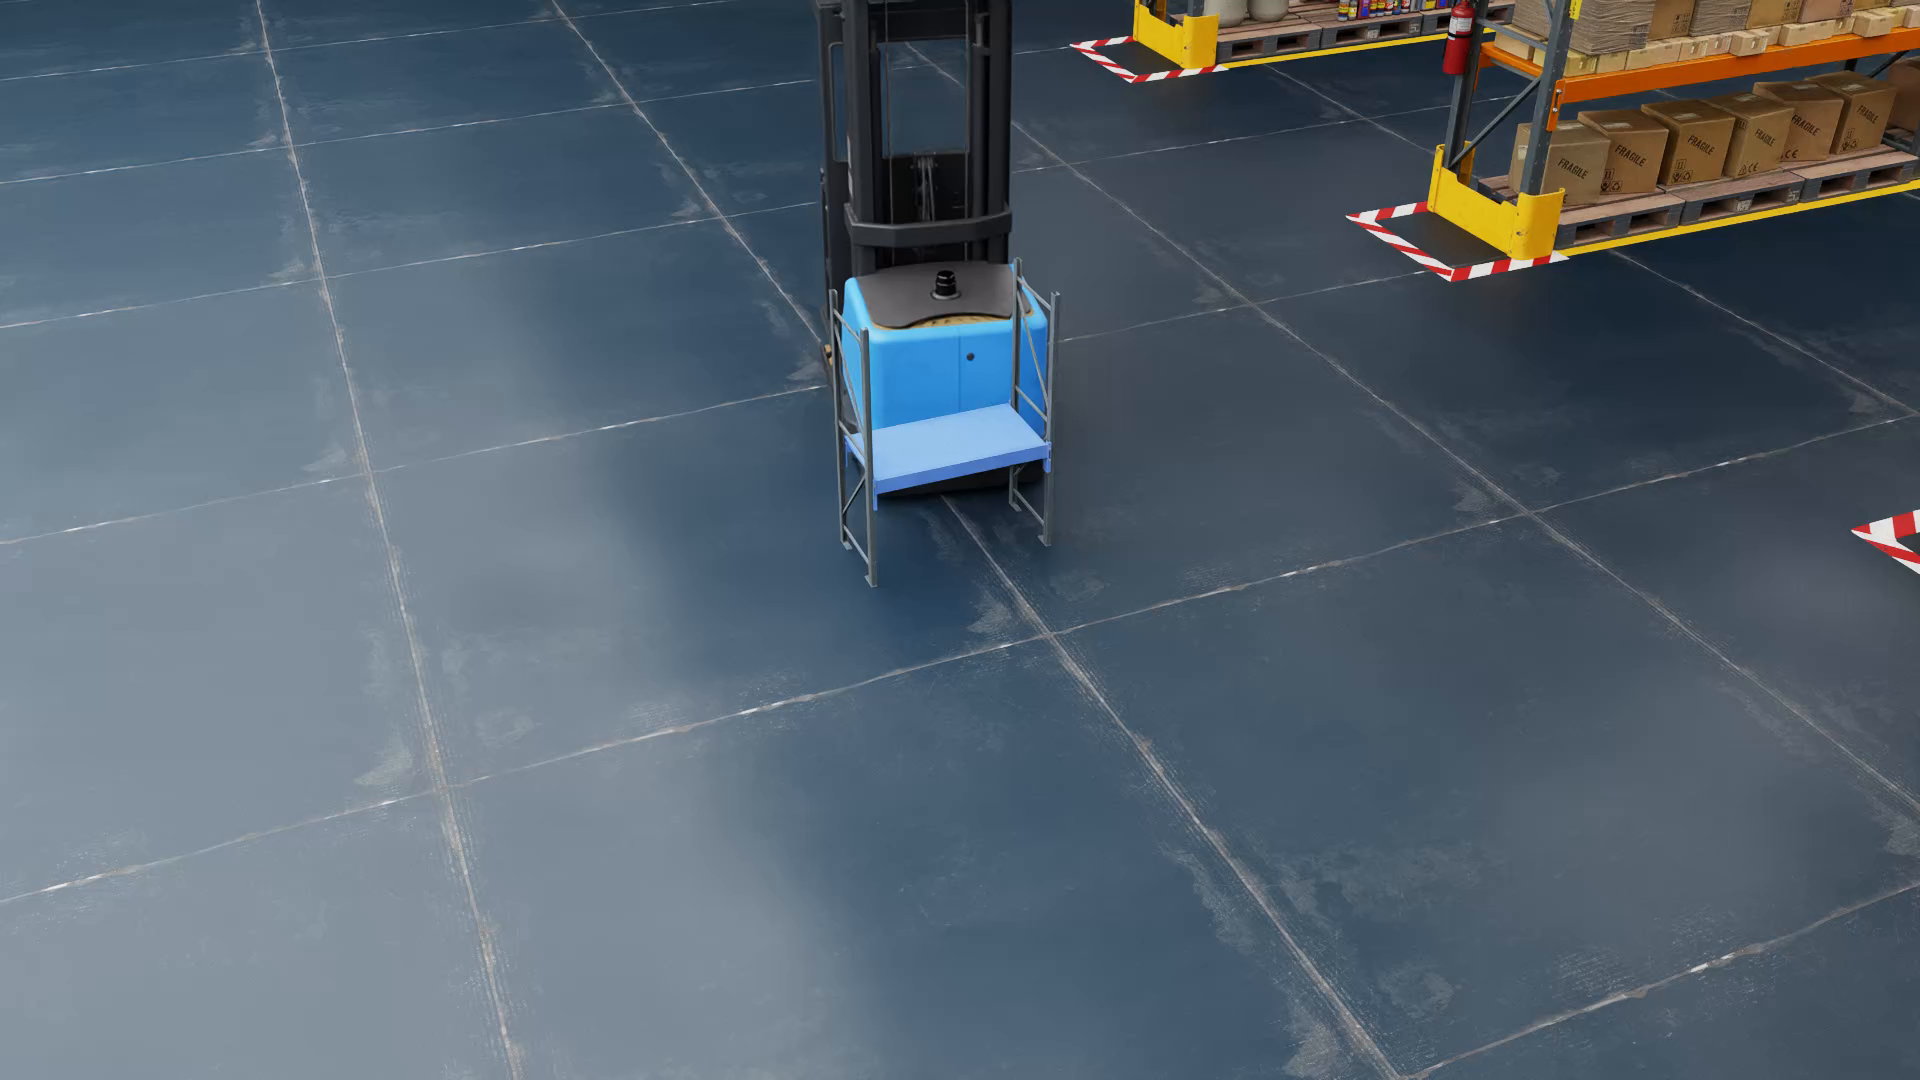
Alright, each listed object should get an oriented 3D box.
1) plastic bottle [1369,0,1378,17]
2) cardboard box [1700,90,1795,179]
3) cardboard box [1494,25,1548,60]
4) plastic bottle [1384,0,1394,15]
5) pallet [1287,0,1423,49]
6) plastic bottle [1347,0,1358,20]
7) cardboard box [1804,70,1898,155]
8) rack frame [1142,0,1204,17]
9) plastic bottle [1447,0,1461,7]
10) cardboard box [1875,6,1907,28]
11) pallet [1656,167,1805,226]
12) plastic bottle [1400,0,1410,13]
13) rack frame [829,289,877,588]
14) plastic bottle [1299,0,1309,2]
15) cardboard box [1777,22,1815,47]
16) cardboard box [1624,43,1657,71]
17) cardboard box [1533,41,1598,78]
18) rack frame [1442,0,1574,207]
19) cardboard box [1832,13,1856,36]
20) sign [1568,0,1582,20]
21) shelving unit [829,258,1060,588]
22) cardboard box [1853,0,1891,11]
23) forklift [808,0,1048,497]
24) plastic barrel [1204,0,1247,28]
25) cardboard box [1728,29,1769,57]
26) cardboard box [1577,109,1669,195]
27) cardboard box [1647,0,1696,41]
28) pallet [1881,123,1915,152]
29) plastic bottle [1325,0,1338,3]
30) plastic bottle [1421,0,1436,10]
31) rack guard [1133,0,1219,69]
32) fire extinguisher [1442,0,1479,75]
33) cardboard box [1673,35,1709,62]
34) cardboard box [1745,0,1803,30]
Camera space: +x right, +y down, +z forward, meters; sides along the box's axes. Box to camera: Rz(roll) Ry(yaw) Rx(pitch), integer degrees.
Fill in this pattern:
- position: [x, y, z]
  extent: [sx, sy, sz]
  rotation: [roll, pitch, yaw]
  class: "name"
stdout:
- position: [4.197, -5.468, 16.919]
  extent: [0.097, 0.271, 0.097]
  rotation: [0, 33, 0]
  class: "plastic bottle"
- position: [6.243, -3.251, 13.321]
  extent: [0.500, 0.500, 0.500]
  rotation: [-16, 36, -23]
  class: "cardboard box"
- position: [4.189, -3.696, 12.329]
  extent: [0.250, 0.149, 0.380]
  rotation: [-13, 35, -19]
  class: "cardboard box"
- position: [4.381, -5.480, 17.003]
  extent: [0.097, 0.201, 0.097]
  rotation: [0, 33, 0]
  class: "plastic bottle"
- position: [4.015, -5.423, 17.310]
  extent: [1.213, 0.211, 1.003]
  rotation: [-13, 35, -19]
  class: "pallet"
- position: [3.977, -5.388, 16.860]
  extent: [0.097, 0.201, 0.097]
  rotation: [0, 33, 0]
  class: "plastic bottle"
- position: [7.310, -3.546, 13.775]
  extent: [0.500, 0.500, 0.500]
  rotation: [-14, 36, -20]
  class: "cardboard box"
- position: [2.089, -6.128, 15.836]
  extent: [0.127, 3.000, 1.000]
  rotation: [-13, 35, -19]
  class: "rack frame"
- position: [5.118, -5.725, 17.243]
  extent: [0.185, 0.351, 0.144]
  rotation: [-15, 36, -21]
  class: "plastic bottle"
- position: [7.122, -4.113, 12.969]
  extent: [0.250, 0.149, 0.380]
  rotation: [-13, 35, -19]
  class: "cardboard box"
- position: [5.962, -2.894, 13.422]
  extent: [1.213, 0.211, 1.003]
  rotation: [-13, 35, -19]
  class: "pallet"
- position: [4.571, -5.524, 17.069]
  extent: [0.097, 0.201, 0.097]
  rotation: [0, 33, 0]
  class: "plastic bottle"
- position: [-0.547, -0.503, 8.566]
  extent: [0.032, 1.500, 0.500]
  rotation: [-13, 35, -19]
  class: "rack frame"
- position: [3.613, -5.748, 17.414]
  extent: [0.097, 0.201, 0.097]
  rotation: [0, 33, 0]
  class: "plastic bottle"
- position: [6.221, -3.874, 12.602]
  extent: [0.250, 0.149, 0.380]
  rotation: [-13, 35, -19]
  class: "cardboard box"
- position: [4.836, -3.561, 12.121]
  extent: [0.250, 0.149, 0.380]
  rotation: [-13, 35, -19]
  class: "cardboard box"
- position: [4.362, -3.473, 11.985]
  extent: [0.250, 0.149, 0.380]
  rotation: [-13, 35, -19]
  class: "cardboard box"
- position: [4.007, -3.638, 12.008]
  extent: [0.127, 3.000, 1.000]
  rotation: [-13, 35, -19]
  class: "rack frame"
- position: [6.653, -4.018, 12.823]
  extent: [0.250, 0.149, 0.380]
  rotation: [-13, 35, -19]
  class: "cardboard box"
- position: [4.217, -3.728, 11.353]
  extent: [0.005, 0.325, 0.100]
  rotation: [-13, 35, -19]
  class: "sign"
- position: [-0.079, -0.611, 8.731]
  extent: [1.048, 1.500, 0.538]
  rotation: [-13, 35, -19]
  class: "shelving unit"
- position: [6.781, -4.497, 12.965]
  extent: [0.500, 0.500, 0.875]
  rotation: [-13, 35, -19]
  class: "cardboard box"
- position: [-0.299, -2.264, 9.961]
  extent: [1.130, 2.935, 3.031]
  rotation: [-6, 34, -10]
  class: "forklift"
- position: [2.666, -5.439, 16.673]
  extent: [0.421, 0.512, 0.421]
  rotation: [0, 33, 0]
  class: "plastic barrel"
- position: [5.782, -3.741, 12.397]
  extent: [0.250, 0.149, 0.380]
  rotation: [-13, 35, -19]
  class: "cardboard box"
- position: [5.127, -3.033, 12.986]
  extent: [0.500, 0.500, 0.500]
  rotation: [-4, 33, -6]
  class: "cardboard box"
- position: [4.939, -4.072, 12.312]
  extent: [0.500, 0.500, 0.875]
  rotation: [-13, 35, -19]
  class: "cardboard box"
- position: [8.412, -3.478, 14.320]
  extent: [1.213, 0.211, 1.003]
  rotation: [-13, 35, -19]
  class: "pallet"
- position: [3.898, -5.768, 17.370]
  extent: [0.133, 0.283, 0.061]
  rotation: [-13, 35, -19]
  class: "plastic bottle"
- position: [4.820, -5.657, 17.138]
  extent: [0.185, 0.351, 0.144]
  rotation: [-13, 35, -19]
  class: "plastic bottle"
- position: [2.141, -5.120, 16.579]
  extent: [0.348, 0.500, 1.175]
  rotation: [-13, 35, -19]
  class: "rack guard"
- position: [3.723, -3.813, 12.348]
  extent: [0.183, 0.674, 0.296]
  rotation: [-13, 35, -19]
  class: "fire extinguisher"
- position: [5.292, -3.673, 12.294]
  extent: [0.250, 0.149, 0.380]
  rotation: [-13, 35, -19]
  class: "cardboard box"
- position: [5.882, -4.256, 12.594]
  extent: [0.500, 0.500, 0.875]
  rotation: [-13, 35, -19]
  class: "cardboard box"
